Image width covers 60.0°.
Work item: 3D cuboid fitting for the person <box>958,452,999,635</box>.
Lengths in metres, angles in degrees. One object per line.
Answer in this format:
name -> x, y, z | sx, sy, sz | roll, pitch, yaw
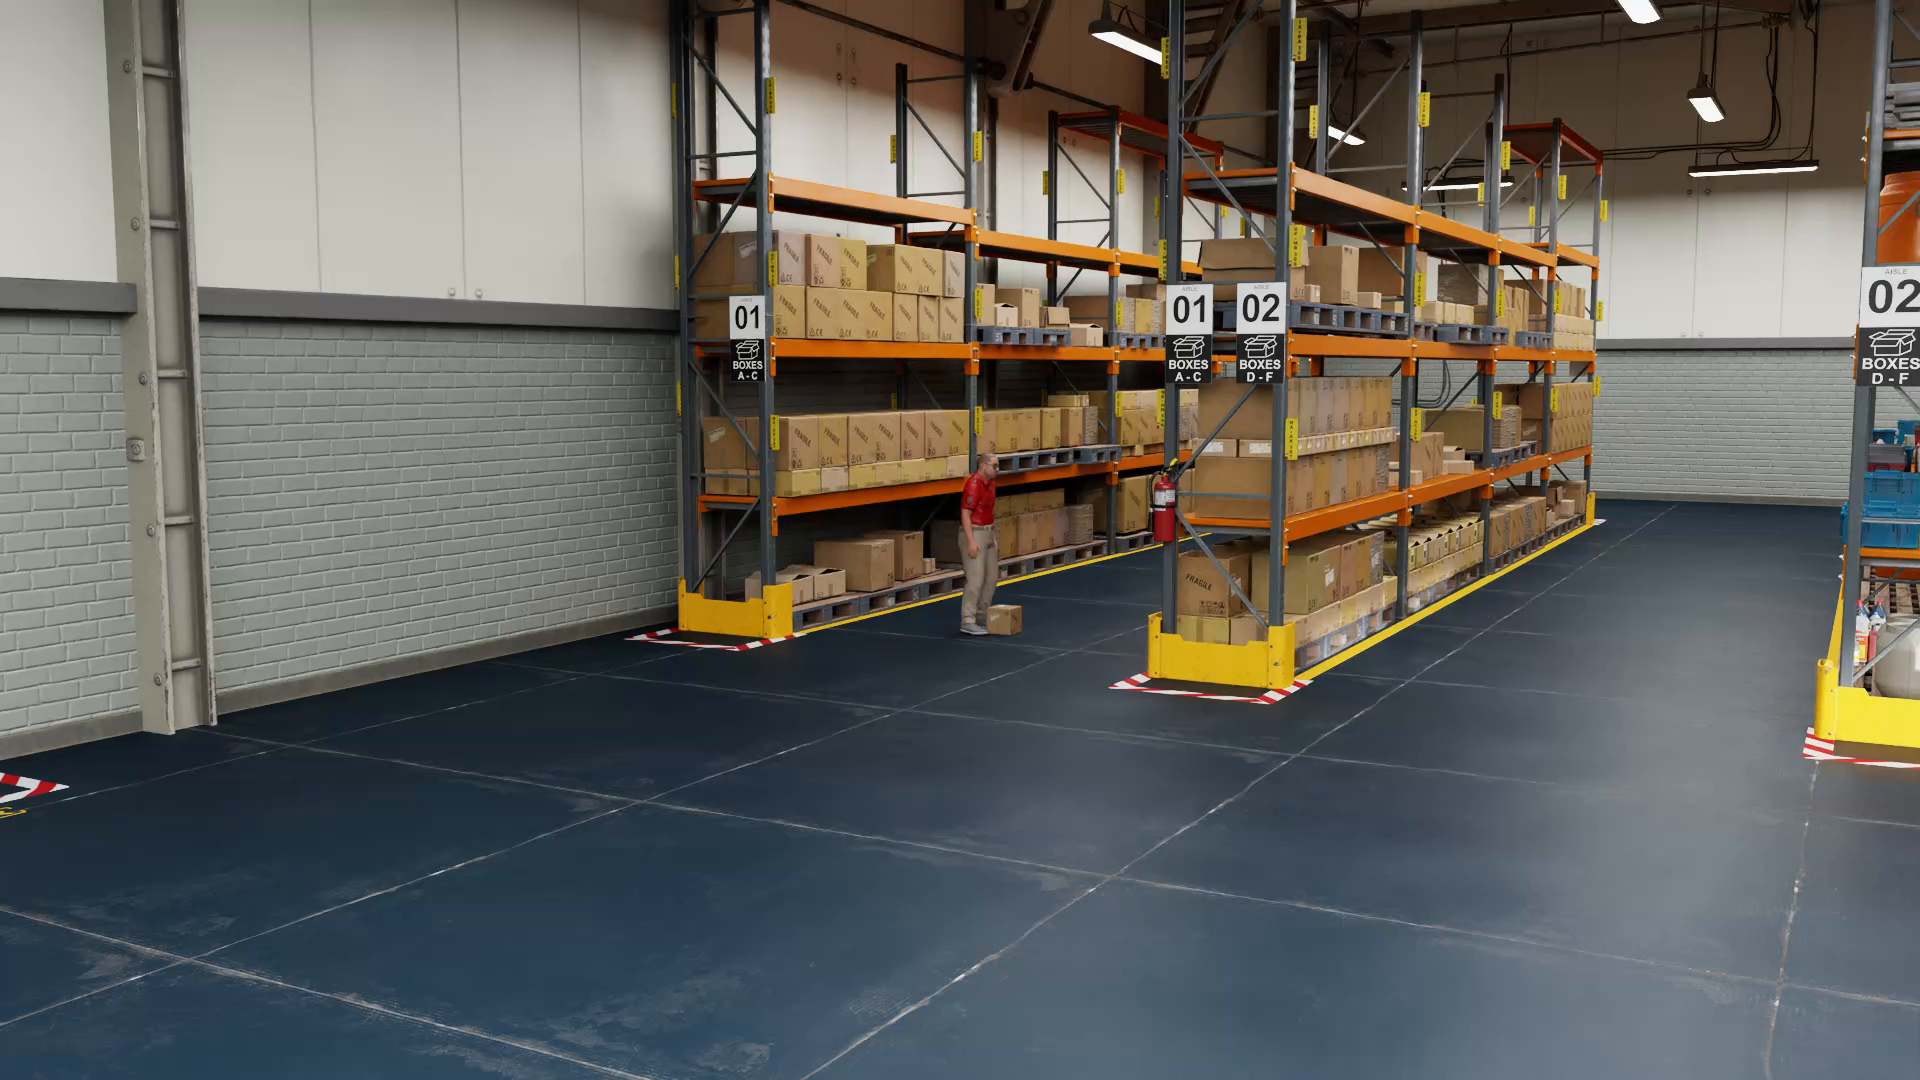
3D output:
person -> 0.201, 0.019, 16.016 | 0.390, 1.726, 0.601 | 3, 7, 25
